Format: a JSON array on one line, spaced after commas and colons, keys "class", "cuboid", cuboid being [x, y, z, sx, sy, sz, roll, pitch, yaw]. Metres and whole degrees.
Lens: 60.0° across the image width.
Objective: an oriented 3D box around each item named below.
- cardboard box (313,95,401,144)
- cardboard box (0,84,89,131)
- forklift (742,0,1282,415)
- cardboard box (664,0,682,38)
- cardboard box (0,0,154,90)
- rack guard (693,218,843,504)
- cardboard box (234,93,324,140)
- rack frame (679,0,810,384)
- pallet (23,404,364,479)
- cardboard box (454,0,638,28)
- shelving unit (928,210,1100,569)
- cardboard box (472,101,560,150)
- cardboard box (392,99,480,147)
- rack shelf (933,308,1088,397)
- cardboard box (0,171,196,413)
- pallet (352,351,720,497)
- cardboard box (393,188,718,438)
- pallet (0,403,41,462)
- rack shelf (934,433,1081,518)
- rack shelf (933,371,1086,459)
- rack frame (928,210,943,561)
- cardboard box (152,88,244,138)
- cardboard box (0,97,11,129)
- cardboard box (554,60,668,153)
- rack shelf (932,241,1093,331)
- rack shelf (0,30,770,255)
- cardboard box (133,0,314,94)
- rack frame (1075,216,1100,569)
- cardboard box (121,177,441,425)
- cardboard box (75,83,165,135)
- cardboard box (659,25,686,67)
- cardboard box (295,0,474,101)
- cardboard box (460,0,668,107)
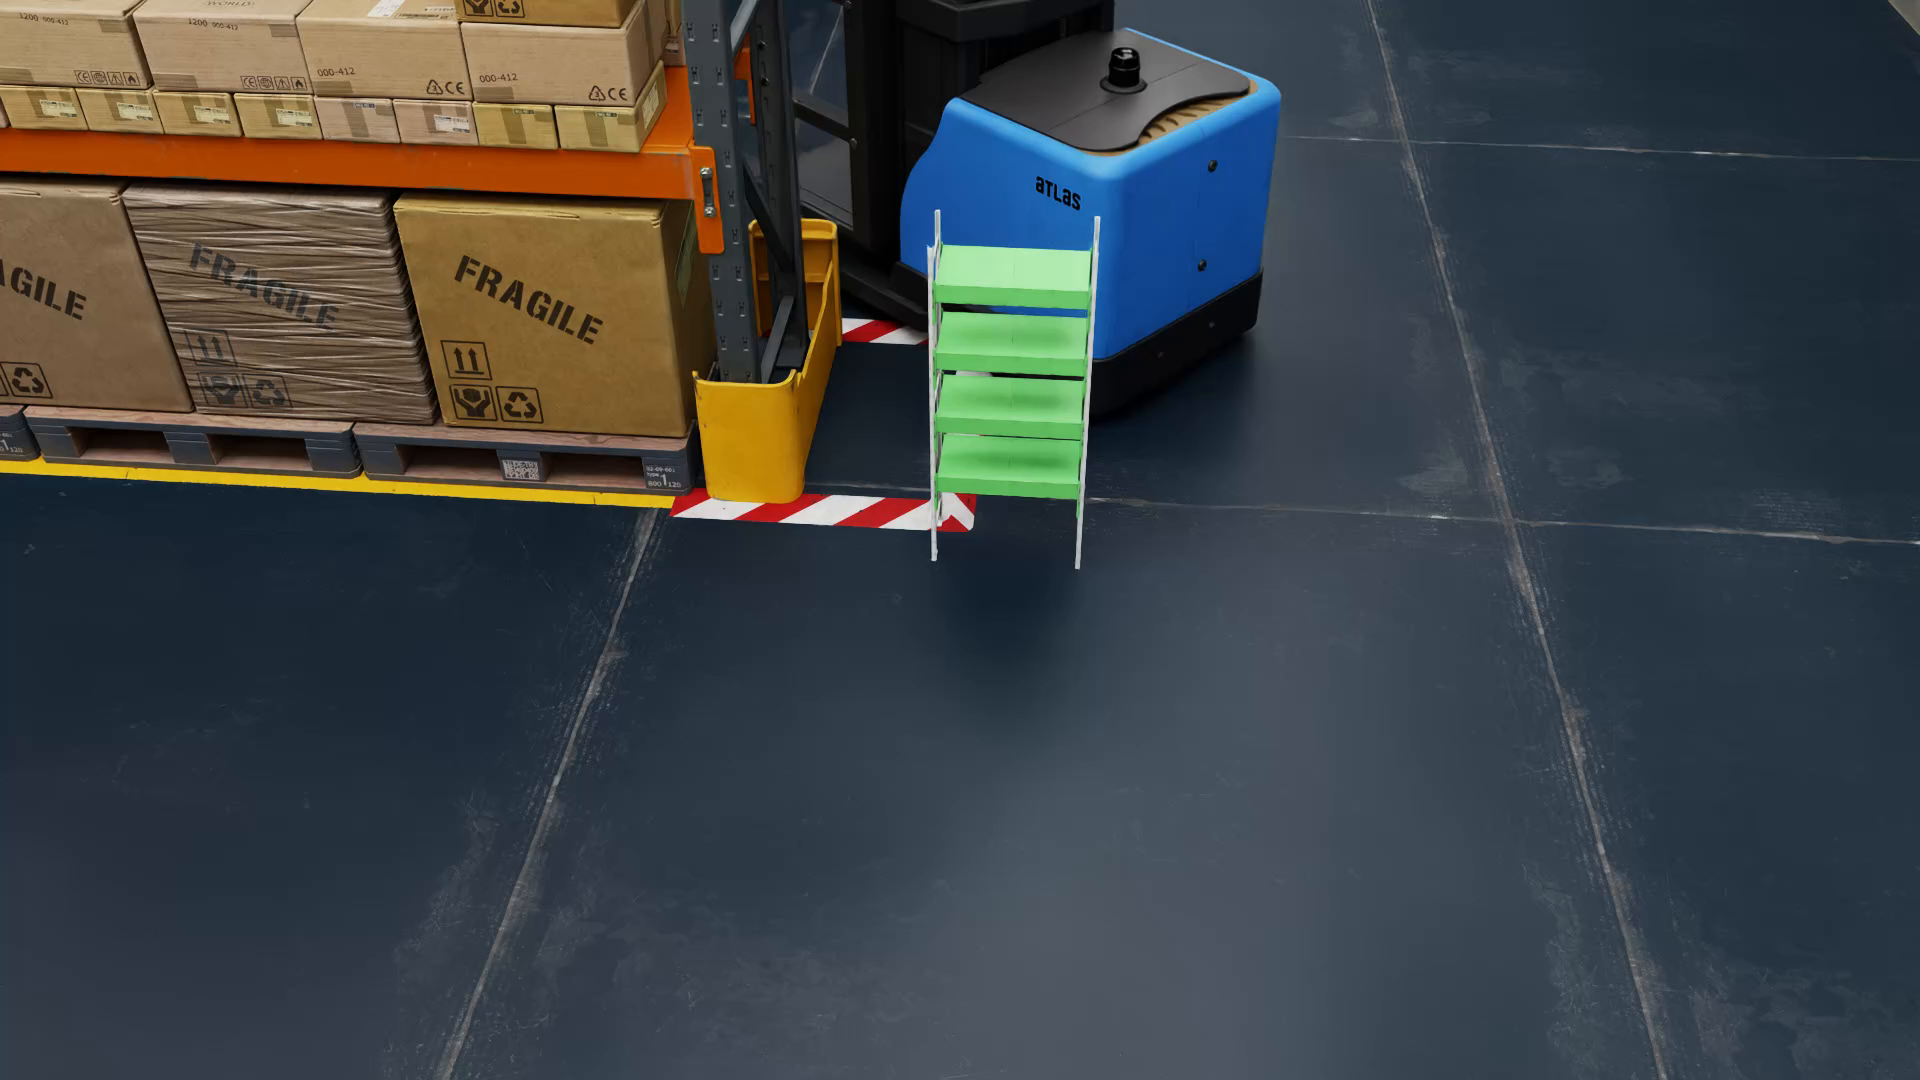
[{"class": "cardboard box", "cuboid": [-1.859, -1.423, 5.321, 0.250, 0.149, 0.380, 4, 39, 5]}, {"class": "cardboard box", "cuboid": [-2.883, -1.478, 5.389, 0.250, 0.149, 0.380, 2, 39, 3]}, {"class": "forklift", "cuboid": [-0.184, -2.434, 6.419, 1.130, 2.935, 3.031, -31, 49, -33]}, {"class": "cardboard box", "cuboid": [-1.172, -1.920, 5.616, 0.500, 0.250, 0.500, 2, 39, 3]}, {"class": "cardboard box", "cuboid": [-2.754, -1.665, 5.302, 0.500, 0.250, 0.500, 3, 39, 4]}, {"class": "rack guard", "cuboid": [-0.693, -0.696, 6.209, 0.348, 0.500, 1.175, 3, 39, 4]}, {"class": "cardboard box", "cuboid": [-2.118, -1.436, 5.337, 0.250, 0.149, 0.380, 2, 39, 3]}, {"class": "rack frame", "cuboid": [-0.717, -1.667, 5.421, 0.127, 3.000, 1.000, 3, 39, 4]}, {"class": "pallet", "cuboid": [-2.732, -0.648, 6.378, 1.213, 0.211, 1.003, 3, 39, 4]}, {"class": "cardboard box", "cuboid": [-1.225, -1.876, 4.968, 0.500, 0.500, 0.500, 4, 39, 4]}, {"class": "shelving unit", "cuboid": [0.165, -0.456, 5.360, 0.503, 1.200, 0.258, 3, 39, 4]}, {"class": "cardboard box", "cuboid": [-1.359, -1.395, 5.286, 0.250, 0.149, 0.380, 4, 39, 4]}, {"class": "cardboard box", "cuboid": [-1.610, -1.409, 5.304, 0.250, 0.149, 0.380, 3, 39, 4]}, {"class": "rack shelf", "cuboid": [0.165, -0.593, 5.249, 0.480, 0.148, 0.258, 3, 39, 4]}, {"class": "cardboard box", "cuboid": [-3.154, -1.088, 6.061, 0.875, 0.875, 0.875, 3, 39, 4]}, {"class": "pallet", "cuboid": [-1.520, -0.579, 6.295, 1.213, 0.211, 1.003, 3, 39, 4]}, {"class": "cardboard box", "cuboid": [-1.361, -0.990, 5.941, 0.875, 0.875, 0.875, 3, 39, 4]}, {"class": "pallet", "cuboid": [-3.951, -0.712, 6.458, 1.213, 0.211, 1.003, 3, 39, 4]}, {"class": "rack shelf", "cuboid": [0.165, -0.221, 5.552, 0.480, 0.148, 0.258, 3, 39, 4]}, {"class": "rack shelf", "cuboid": [0.165, -0.407, 5.400, 0.480, 0.148, 0.258, 3, 39, 4]}, {"class": "rack frame", "cuboid": [-0.078, -0.470, 5.376, 0.015, 1.200, 0.240, 3, 39, 4]}, {"class": "cardboard box", "cuboid": [-2.376, -1.450, 5.354, 0.250, 0.149, 0.380, 3, 39, 4]}, {"class": "cardboard box", "cuboid": [-3.144, -1.492, 5.405, 0.250, 0.149, 0.380, 4, 39, 4]}, {"class": "cardboard box", "cuboid": [-1.100, -1.382, 5.270, 0.250, 0.149, 0.380, 4, 39, 5]}, {"class": "rack shelf", "cuboid": [0.165, -0.779, 5.097, 0.480, 0.148, 0.258, 3, 39, 4]}, {"class": "rack shelf", "cuboid": [-2.709, -1.497, 5.782, 4.000, 0.370, 1.077, 3, 39, 4]}, {"class": "cardboard box", "cuboid": [-2.235, -1.639, 5.271, 0.500, 0.250, 0.500, 2, 39, 2]}, {"class": "rack frame", "cuboid": [0.408, -0.443, 5.344, 0.015, 1.200, 0.240, 3, 39, 4]}, {"class": "cardboard box", "cuboid": [-2.268, -1.040, 6.001, 0.875, 0.875, 0.875, 3, 39, 4]}, {"class": "cardboard box", "cuboid": [-2.623, -1.465, 5.373, 0.250, 0.149, 0.380, 4, 39, 5]}, {"class": "cardboard box", "cuboid": [-1.042, -1.796, 5.779, 0.250, 0.149, 0.380, 4, 39, 4]}, {"class": "cardboard box", "cuboid": [-1.728, -1.611, 5.237, 0.500, 0.250, 0.500, 2, 39, 3]}, {"class": "cardboard box", "cuboid": [-1.222, -1.583, 5.202, 0.500, 0.250, 0.500, 3, 39, 3]}]
